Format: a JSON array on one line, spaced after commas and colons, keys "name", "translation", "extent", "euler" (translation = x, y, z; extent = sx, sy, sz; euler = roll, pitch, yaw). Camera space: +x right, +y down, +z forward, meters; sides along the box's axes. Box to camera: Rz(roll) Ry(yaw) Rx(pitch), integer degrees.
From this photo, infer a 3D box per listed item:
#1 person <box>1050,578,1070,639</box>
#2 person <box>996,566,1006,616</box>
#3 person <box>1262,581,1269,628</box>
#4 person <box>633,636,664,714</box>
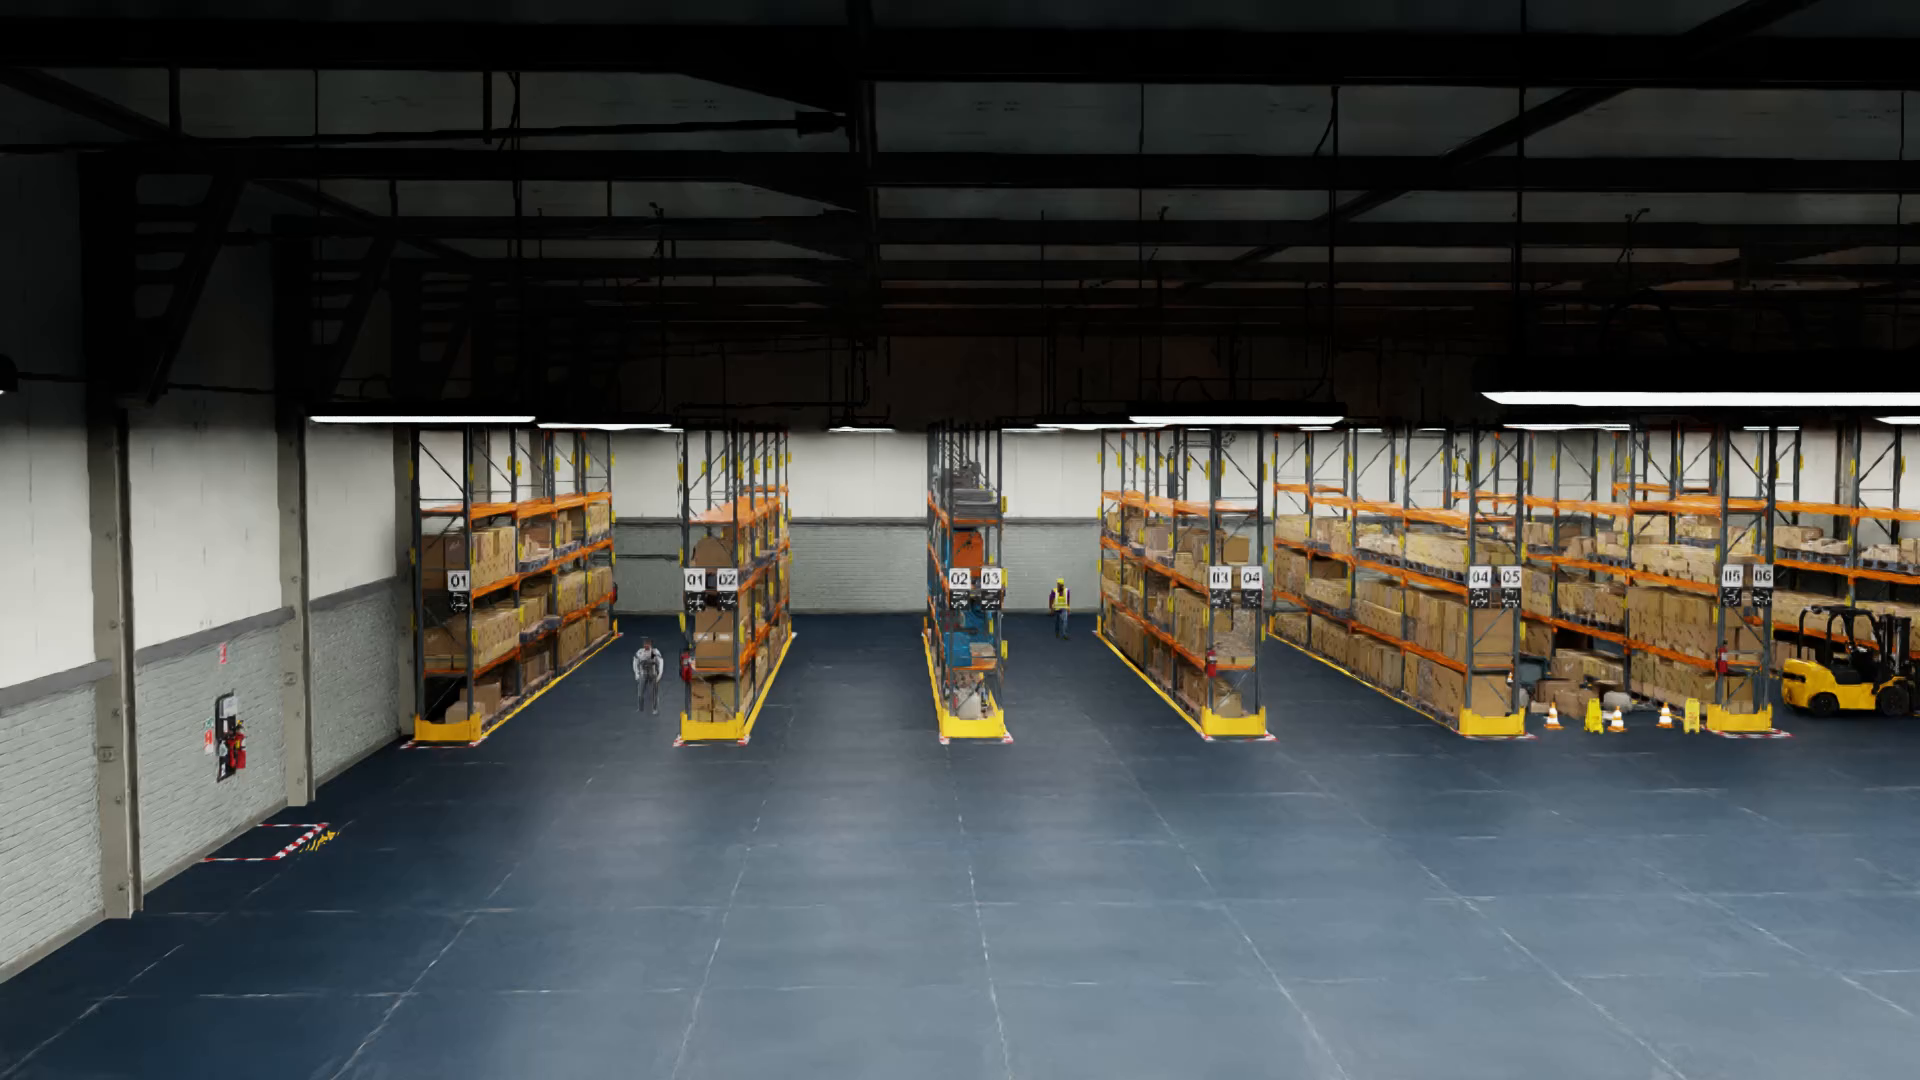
[{"name": "person", "translation": [2.793, 1.901, 46.388], "extent": [0.577, 1.687, 1.121], "euler": [0, 4, 0]}, {"name": "person", "translation": [1.154, 1.595, 52.100], "extent": [0.471, 1.588, 0.586], "euler": [3, 5, 43]}, {"name": "person", "translation": [8.760, 1.748, 48.834], "extent": [0.563, 1.718, 0.656], "euler": [-2, 4, -31]}, {"name": "person", "translation": [-6.346, 2.746, 33.868], "extent": [0.639, 1.632, 0.483], "euler": [0, 4, -3]}]
